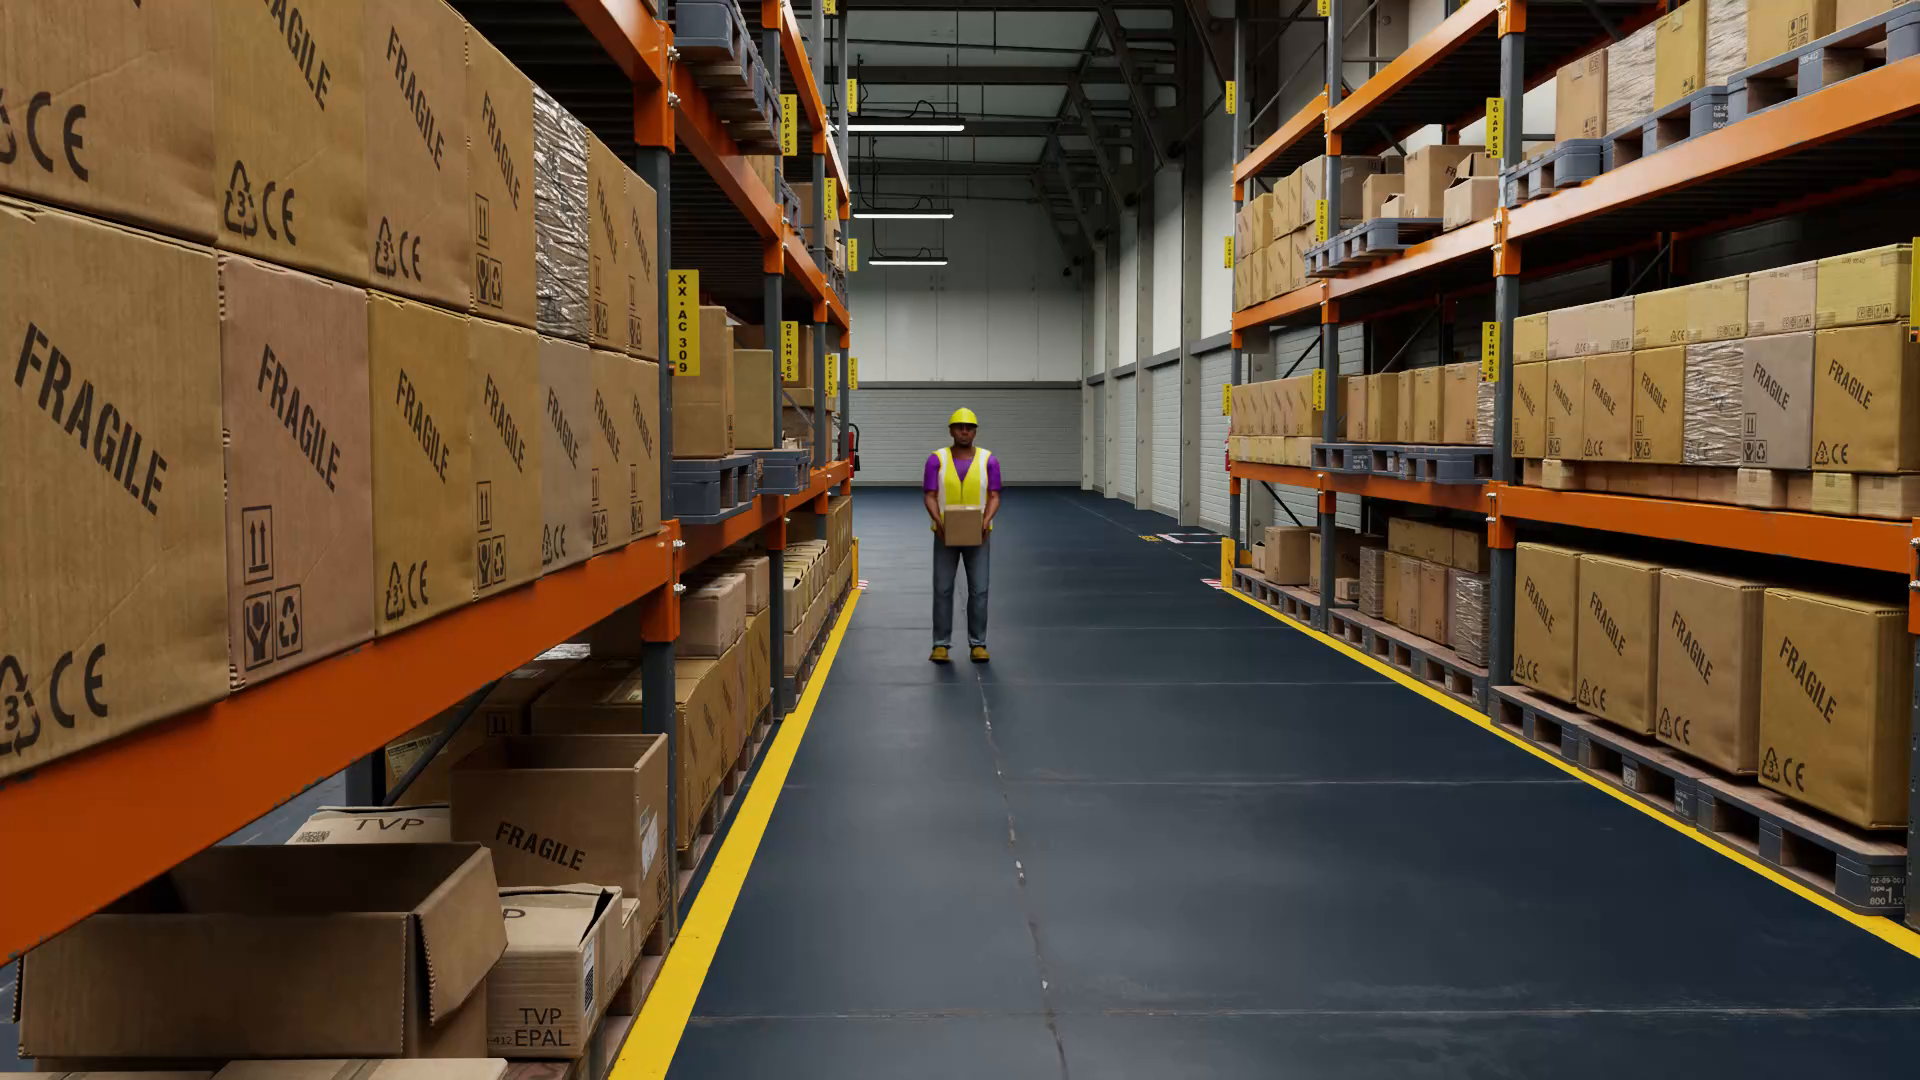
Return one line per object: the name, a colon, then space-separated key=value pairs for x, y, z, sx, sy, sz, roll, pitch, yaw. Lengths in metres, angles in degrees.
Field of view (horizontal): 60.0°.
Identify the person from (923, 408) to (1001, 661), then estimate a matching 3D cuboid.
person: x=0.018 y=-0.035 z=11.584 sx=0.548 sy=1.770 sz=0.541 roll=0 pitch=4 yaw=-1
